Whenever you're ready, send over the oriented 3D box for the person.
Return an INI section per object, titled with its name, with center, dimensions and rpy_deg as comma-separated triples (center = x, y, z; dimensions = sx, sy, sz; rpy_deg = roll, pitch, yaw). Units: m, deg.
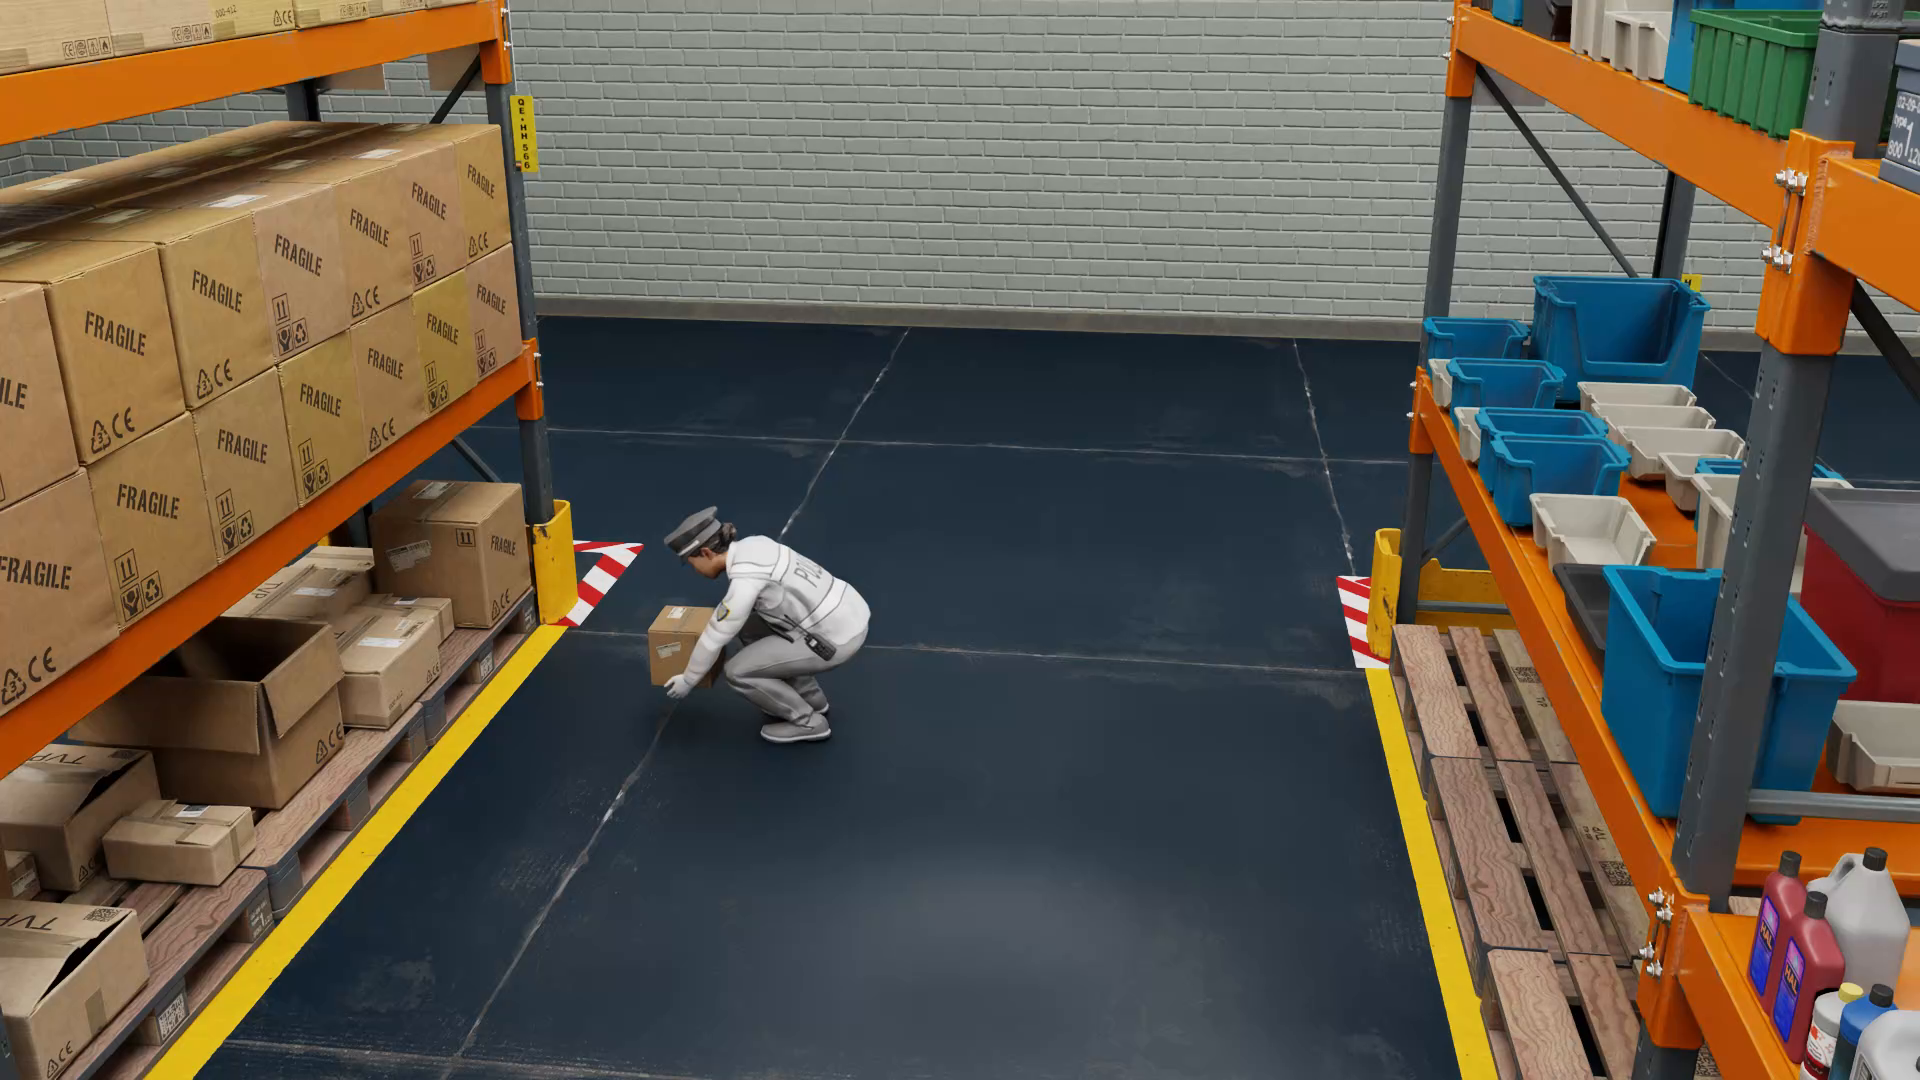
[person]
center = -0.781, 0.322, 6.736
dimensions = 0.823, 0.964, 0.496
rpy_deg = 2, 21, 6
